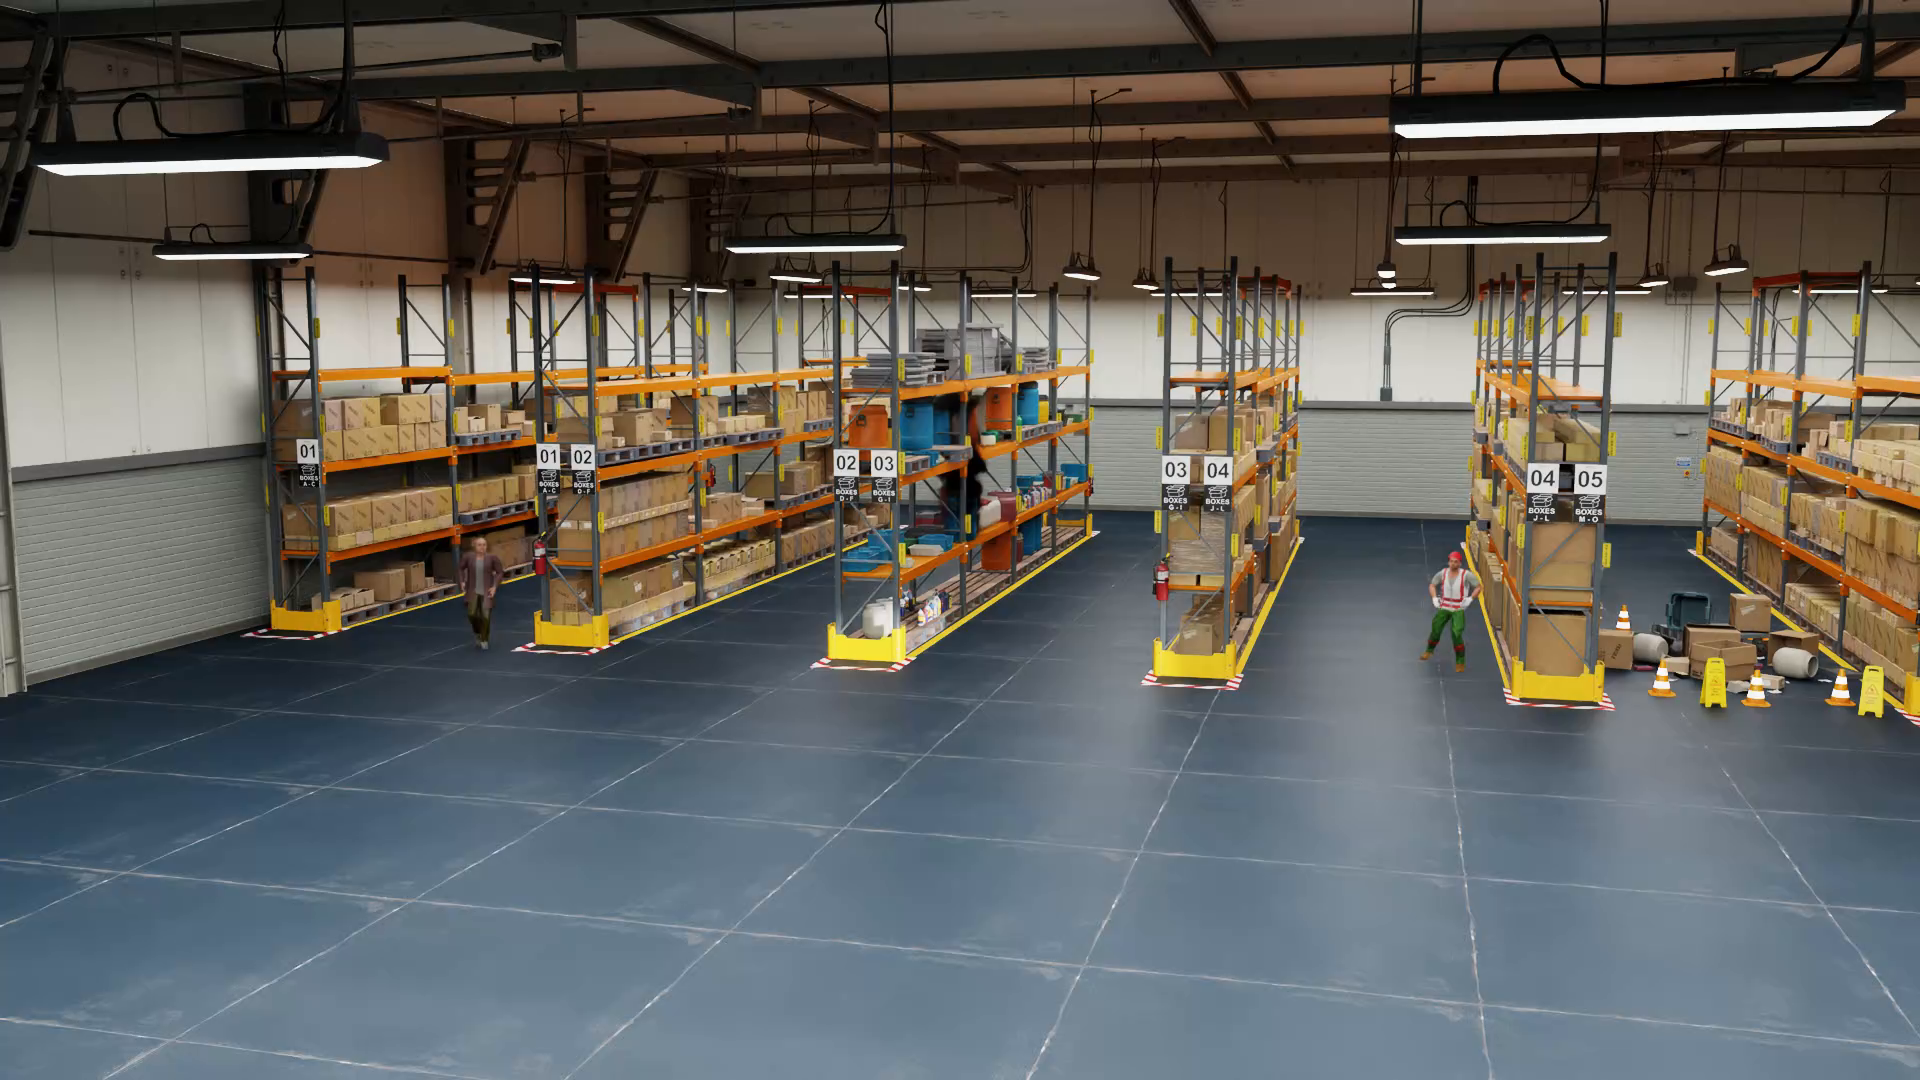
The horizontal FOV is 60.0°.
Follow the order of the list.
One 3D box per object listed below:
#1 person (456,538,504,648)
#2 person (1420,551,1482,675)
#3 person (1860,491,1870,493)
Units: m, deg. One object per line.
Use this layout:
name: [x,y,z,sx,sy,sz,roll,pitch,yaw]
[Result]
person: [-7.525,0.840,26.078,0.737,1.742,0.575,-1,7,-11]
person: [7.215,1.039,24.545,0.898,1.772,0.749,4,8,29]
person: [18.315,-0.139,33.789,0.646,1.724,0.671,0,7,1]
